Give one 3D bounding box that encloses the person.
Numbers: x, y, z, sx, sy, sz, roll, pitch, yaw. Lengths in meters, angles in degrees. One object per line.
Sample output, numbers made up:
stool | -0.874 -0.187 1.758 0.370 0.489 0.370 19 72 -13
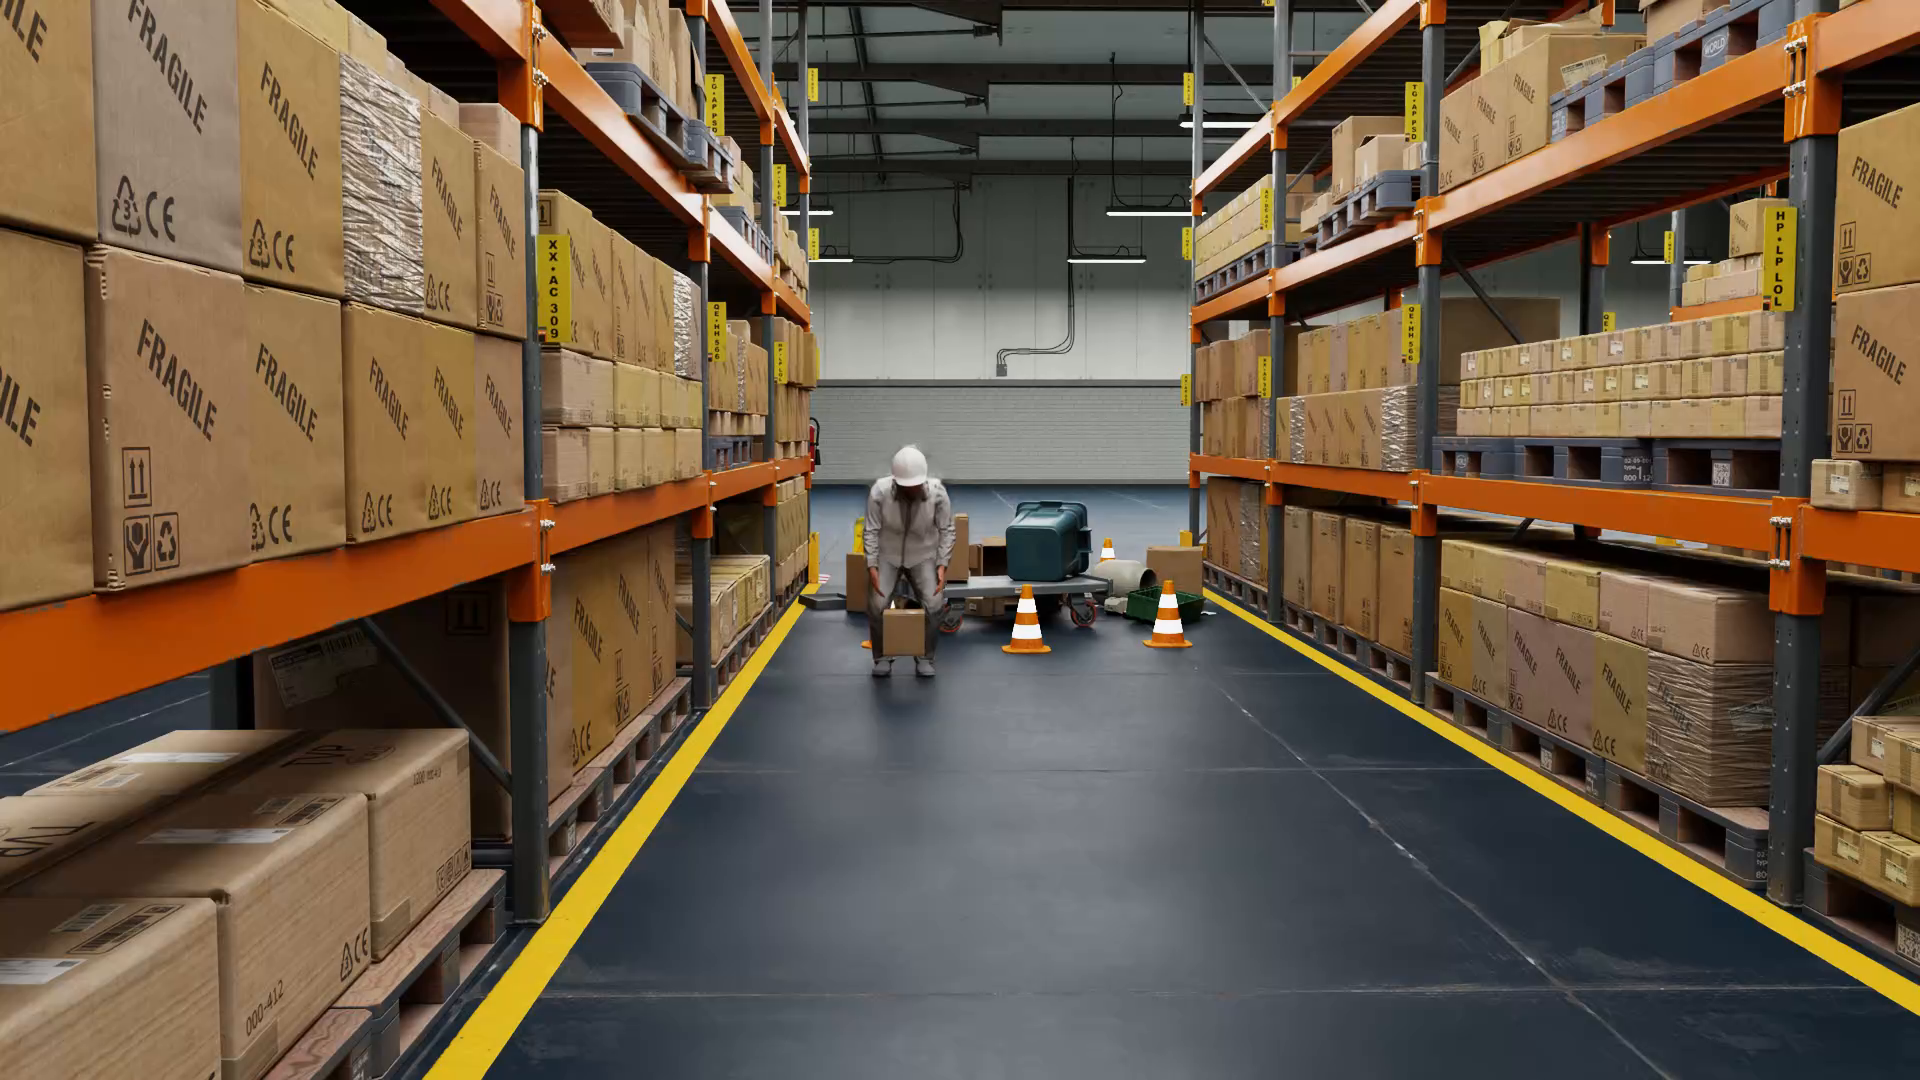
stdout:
person | -0.319 0.136 10.462 0.592 1.450 0.752 0 4 -1
